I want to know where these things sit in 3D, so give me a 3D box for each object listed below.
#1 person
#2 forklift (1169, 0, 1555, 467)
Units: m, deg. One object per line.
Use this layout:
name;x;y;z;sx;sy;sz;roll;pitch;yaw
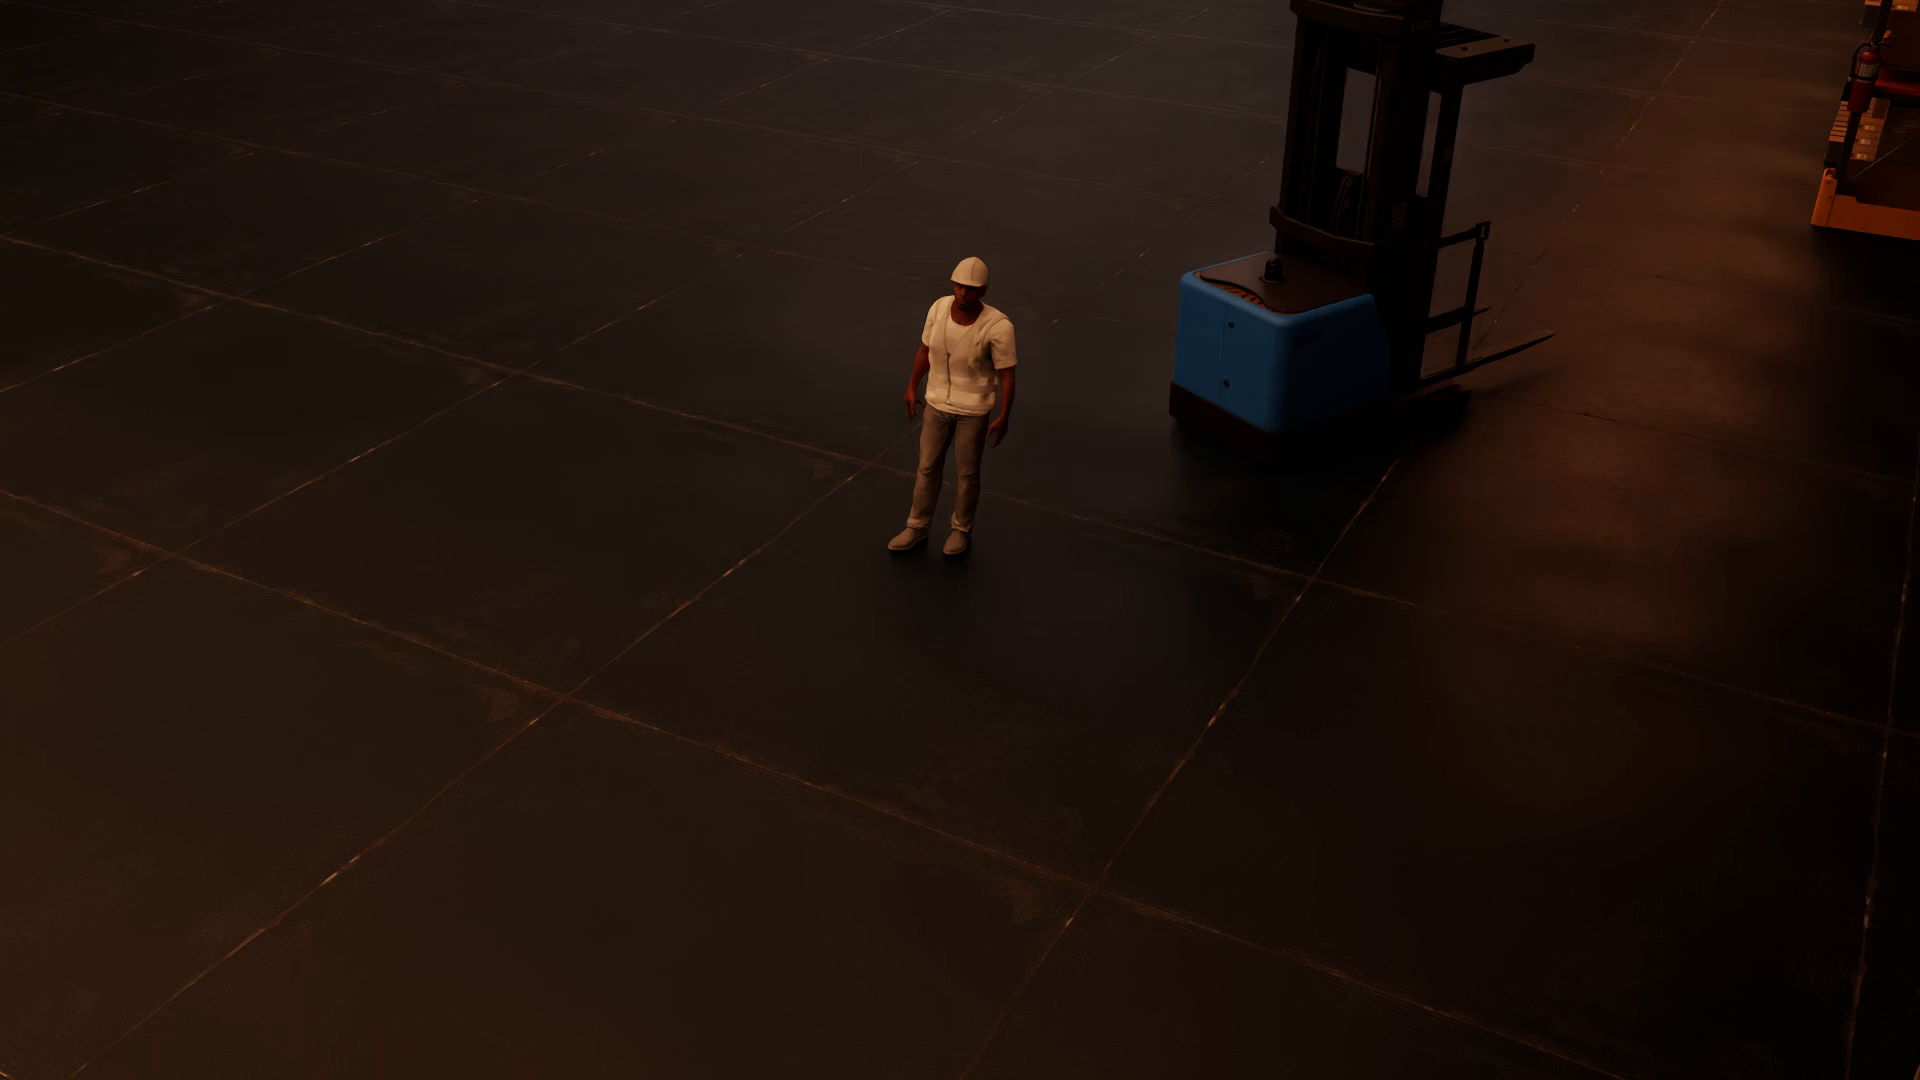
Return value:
person;-0.039;-0.742;9.507;0.665;1.768;0.575;15;33;25
forklift;2.930;-2.303;11.061;3.031;2.935;1.130;-19;35;-29
